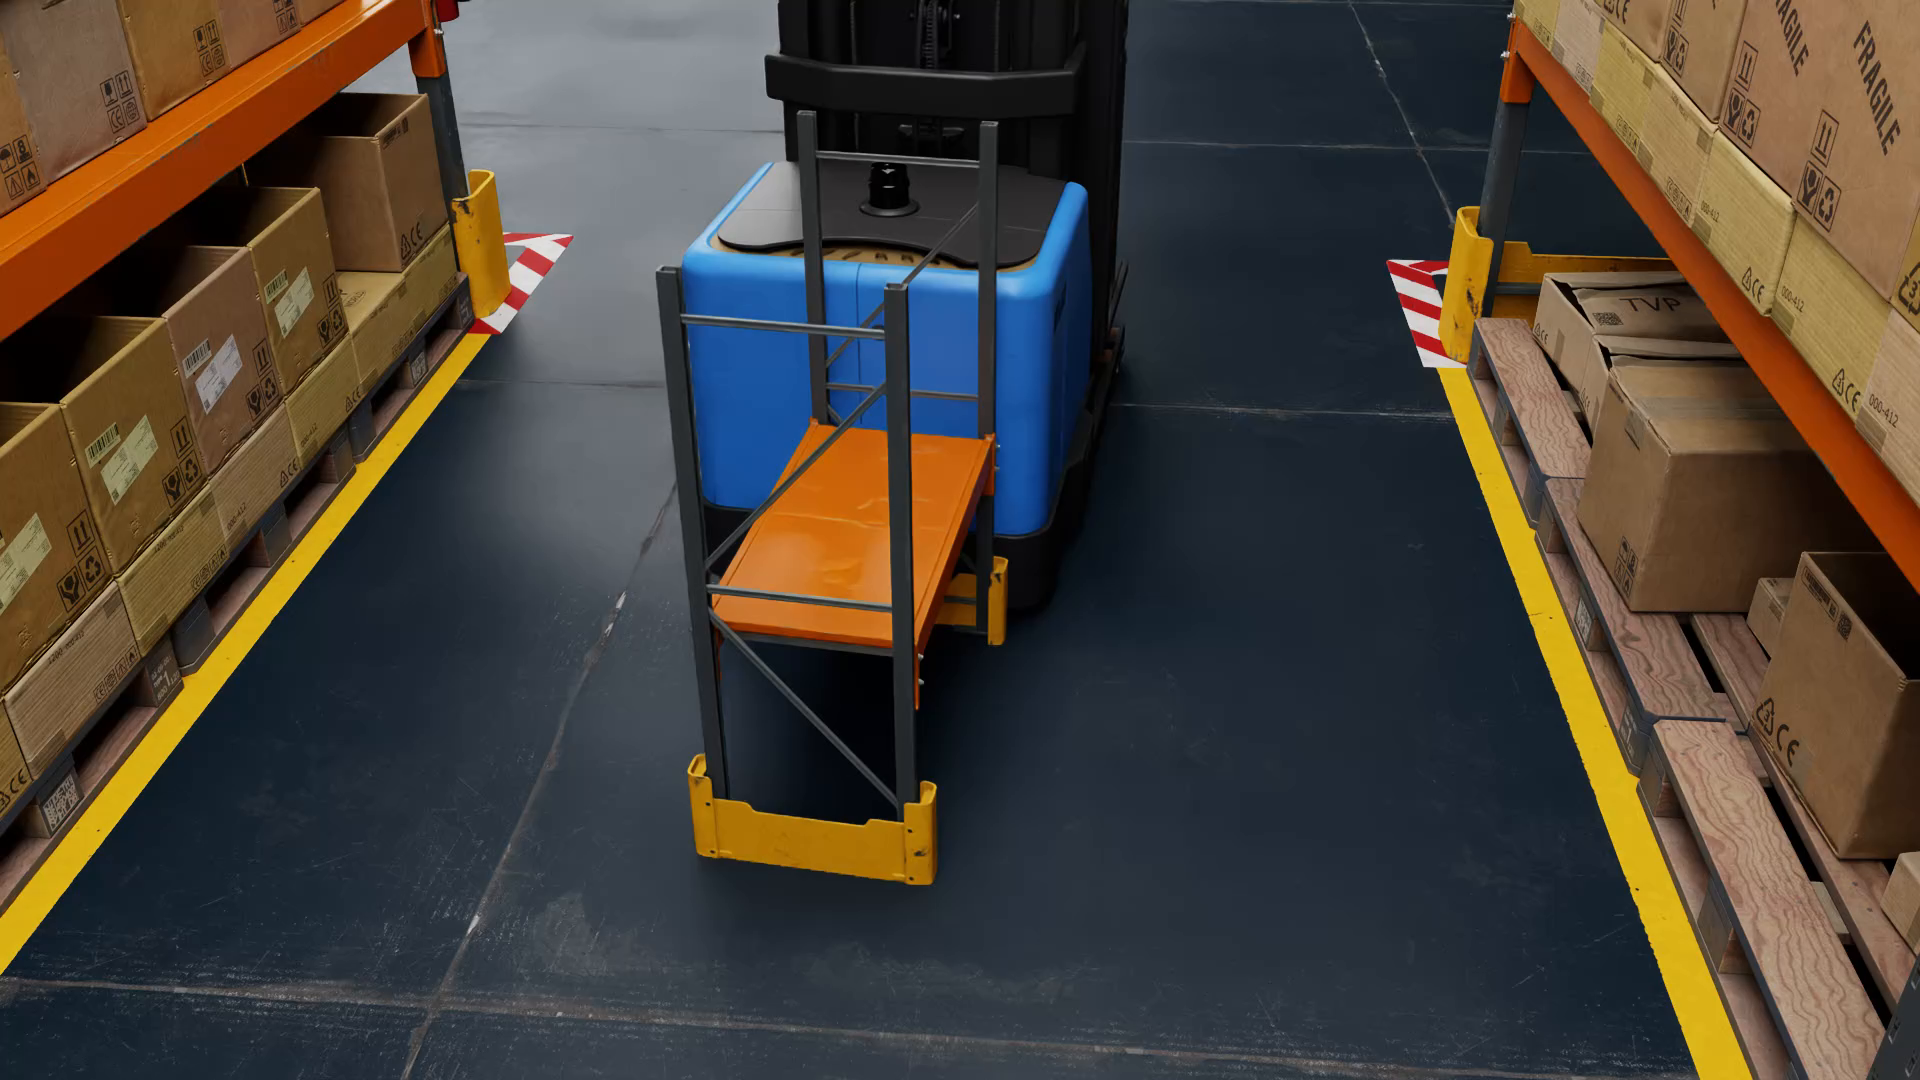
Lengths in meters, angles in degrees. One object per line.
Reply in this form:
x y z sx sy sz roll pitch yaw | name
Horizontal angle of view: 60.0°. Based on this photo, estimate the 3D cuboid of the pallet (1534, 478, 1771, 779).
2.264 0.229 4.677 1.003 0.211 1.213 2 32 4 | pallet

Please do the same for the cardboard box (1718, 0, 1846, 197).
1.964 -1.014 3.446 0.500 0.500 0.500 2 32 3 | cardboard box

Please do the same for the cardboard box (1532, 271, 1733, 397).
2.327 -0.742 5.739 0.500 0.311 0.500 -1 32 -2 | cardboard box

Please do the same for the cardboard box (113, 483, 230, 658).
-2.358 0.064 4.507 0.500 0.250 0.500 2 32 4 | cardboard box

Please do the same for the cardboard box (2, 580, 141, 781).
-2.404 0.325 4.083 0.500 0.250 0.500 2 32 4 | cardboard box

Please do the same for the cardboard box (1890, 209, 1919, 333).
1.878 -0.490 2.596 0.500 0.500 0.500 2 32 4 | cardboard box

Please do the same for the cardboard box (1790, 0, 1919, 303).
1.913 -0.751 3.019 0.500 0.500 0.500 2 32 4 | cardboard box

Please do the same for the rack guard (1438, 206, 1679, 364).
2.467 -0.954 6.321 1.175 0.500 0.348 2 32 4 | rack guard

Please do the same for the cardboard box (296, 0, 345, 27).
-2.515 -2.066 5.648 0.700 0.500 0.500 2 32 4 | cardboard box

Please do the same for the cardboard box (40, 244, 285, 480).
-2.320 -0.517 4.735 0.500 0.500 0.500 2 32 4 | cardboard box

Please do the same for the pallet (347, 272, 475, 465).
-2.485 -0.678 6.150 1.003 0.211 1.213 2 32 4 | pallet

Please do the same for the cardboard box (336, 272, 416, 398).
-2.242 -0.720 5.780 0.500 0.250 0.500 2 32 4 | cardboard box

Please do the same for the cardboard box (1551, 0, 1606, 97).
2.089 -1.488 4.930 0.500 0.250 0.500 2 32 2 | cardboard box

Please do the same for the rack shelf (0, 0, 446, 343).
-2.627 -0.915 4.562 1.077 0.370 4.000 2 32 4 | rack shelf

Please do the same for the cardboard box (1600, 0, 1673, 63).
2.036 -1.557 4.326 0.500 0.500 0.500 1 32 2 | cardboard box

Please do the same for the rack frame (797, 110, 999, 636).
-0.154 -0.393 4.458 0.500 1.500 0.032 6 32 9 | rack frame

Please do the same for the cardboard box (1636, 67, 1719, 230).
1.998 -0.958 4.069 0.500 0.250 0.500 3 32 4 | cardboard box

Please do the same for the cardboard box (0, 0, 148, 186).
-2.638 -1.257 4.335 0.700 0.500 0.500 3 32 5 | cardboard box

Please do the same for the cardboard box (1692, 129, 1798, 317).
1.958 -0.695 3.643 0.500 0.250 0.500 2 32 4 | cardboard box

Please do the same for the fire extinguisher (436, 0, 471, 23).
-1.992 -2.276 6.158 0.296 0.674 0.183 2 32 4 | fire extinguisher

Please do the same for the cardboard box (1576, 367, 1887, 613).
2.171 -0.143 4.586 0.700 0.500 0.500 1 32 1 | cardboard box

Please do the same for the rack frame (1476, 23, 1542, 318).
2.473 -2.058 5.730 1.000 3.000 0.127 2 32 4 | rack frame

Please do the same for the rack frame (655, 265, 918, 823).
-0.347 0.131 3.608 0.500 1.500 0.032 6 32 9 | rack frame

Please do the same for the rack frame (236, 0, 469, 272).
-2.464 -2.267 6.070 1.000 3.000 0.127 2 32 4 | rack frame

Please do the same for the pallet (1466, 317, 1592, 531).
2.366 -0.407 5.710 1.003 0.211 1.213 2 32 4 | pallet

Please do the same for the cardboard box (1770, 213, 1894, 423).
1.933 -0.431 3.215 0.500 0.250 0.500 3 32 4 | cardboard box

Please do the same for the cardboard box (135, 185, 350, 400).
-2.278 -0.778 5.159 0.500 0.500 0.500 2 32 4 | cardboard box

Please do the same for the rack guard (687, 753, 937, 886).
-0.346 0.662 3.937 0.587 0.250 0.087 6 32 9 | rack guard

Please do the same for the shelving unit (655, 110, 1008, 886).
-0.252 -0.127 4.026 0.587 1.500 1.083 6 32 9 | shelving unit

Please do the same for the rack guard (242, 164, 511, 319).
-2.462 -1.216 6.746 1.175 0.500 0.348 2 32 4 | rack guard

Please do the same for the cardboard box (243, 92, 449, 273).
-2.211 -1.301 6.009 0.500 0.500 0.500 2 32 4 | cardboard box

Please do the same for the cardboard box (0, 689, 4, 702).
-2.440 0.268 3.462 0.500 0.500 0.500 2 32 4 | cardboard box

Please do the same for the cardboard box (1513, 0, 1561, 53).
2.117 -1.761 5.372 0.500 0.250 0.500 2 32 3 | cardboard box

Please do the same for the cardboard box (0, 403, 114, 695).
-2.407 0.006 3.887 0.500 0.500 0.500 2 32 4 | cardboard box

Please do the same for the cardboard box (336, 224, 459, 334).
-2.214 -0.982 6.205 0.500 0.250 0.500 2 32 4 | cardboard box

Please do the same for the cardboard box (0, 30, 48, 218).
-2.679 -0.989 3.900 0.700 0.500 0.500 3 32 5 | cardboard box

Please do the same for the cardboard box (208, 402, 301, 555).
-2.324 -0.197 4.932 0.500 0.250 0.500 2 32 4 | cardboard box

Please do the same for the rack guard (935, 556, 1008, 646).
-0.158 0.149 4.770 0.587 0.250 0.087 6 32 9 | rack guard

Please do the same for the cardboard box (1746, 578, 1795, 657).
2.298 0.225 4.324 0.380 0.149 0.250 0 32 0 | cardboard box

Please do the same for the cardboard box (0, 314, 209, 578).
-2.359 -0.255 4.311 0.500 0.500 0.500 2 32 4 | cardboard box

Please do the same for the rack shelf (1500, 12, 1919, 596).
2.310 -0.705 4.221 1.077 0.370 4.000 2 32 4 | rack shelf

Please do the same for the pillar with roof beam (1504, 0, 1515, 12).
-0.524 -7.530 8.891 9.100 9.000 0.400 2 32 4 | pillar with roof beam

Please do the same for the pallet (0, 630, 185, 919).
-2.684 0.597 4.079 1.003 0.211 1.213 2 32 4 | pallet

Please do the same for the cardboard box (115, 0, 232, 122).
-2.599 -1.532 4.781 0.700 0.500 0.500 3 32 4 | cardboard box

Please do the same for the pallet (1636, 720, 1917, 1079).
2.167 0.869 3.639 1.003 0.211 1.213 2 32 4 | pallet

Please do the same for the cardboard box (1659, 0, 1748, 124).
2.006 -1.286 3.887 0.500 0.500 0.500 3 32 6 | cardboard box

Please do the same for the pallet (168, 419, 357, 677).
-2.587 -0.042 5.117 1.003 0.211 1.213 2 32 4 | pallet

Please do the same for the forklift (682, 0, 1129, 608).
0.014 -1.811 5.395 1.130 2.935 3.031 6 32 9 | forklift

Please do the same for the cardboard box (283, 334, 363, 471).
-2.281 -0.459 5.356 0.500 0.250 0.500 2 32 4 | cardboard box

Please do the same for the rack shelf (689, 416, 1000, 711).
-0.250 0.022 4.128 0.538 0.185 1.000 6 32 9 | rack shelf

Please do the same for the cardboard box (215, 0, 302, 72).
-2.553 -1.791 5.202 0.700 0.500 0.500 3 32 5 | cardboard box

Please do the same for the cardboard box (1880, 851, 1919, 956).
2.161 0.772 3.420 0.380 0.166 0.250 -2 32 -2 | cardboard box

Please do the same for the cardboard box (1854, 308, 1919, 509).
1.884 -0.171 2.793 0.500 0.250 0.500 3 32 4 | cardboard box

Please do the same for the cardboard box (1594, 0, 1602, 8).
2.085 -1.827 4.764 0.500 0.500 0.500 3 32 4 | cardboard box

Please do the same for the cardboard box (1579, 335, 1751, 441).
2.281 -0.444 5.255 0.500 0.311 0.500 5 32 8 | cardboard box

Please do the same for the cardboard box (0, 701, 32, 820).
-2.450 0.587 3.659 0.500 0.250 0.500 2 32 4 | cardboard box

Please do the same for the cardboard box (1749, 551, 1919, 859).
2.192 0.367 3.759 0.500 0.500 0.500 0 32 0 | cardboard box

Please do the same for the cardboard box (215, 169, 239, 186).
-2.769 -1.062 5.620 0.500 0.500 0.500 2 32 4 | cardboard box

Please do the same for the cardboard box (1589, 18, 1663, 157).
2.042 -1.222 4.498 0.500 0.250 0.500 2 32 3 | cardboard box
